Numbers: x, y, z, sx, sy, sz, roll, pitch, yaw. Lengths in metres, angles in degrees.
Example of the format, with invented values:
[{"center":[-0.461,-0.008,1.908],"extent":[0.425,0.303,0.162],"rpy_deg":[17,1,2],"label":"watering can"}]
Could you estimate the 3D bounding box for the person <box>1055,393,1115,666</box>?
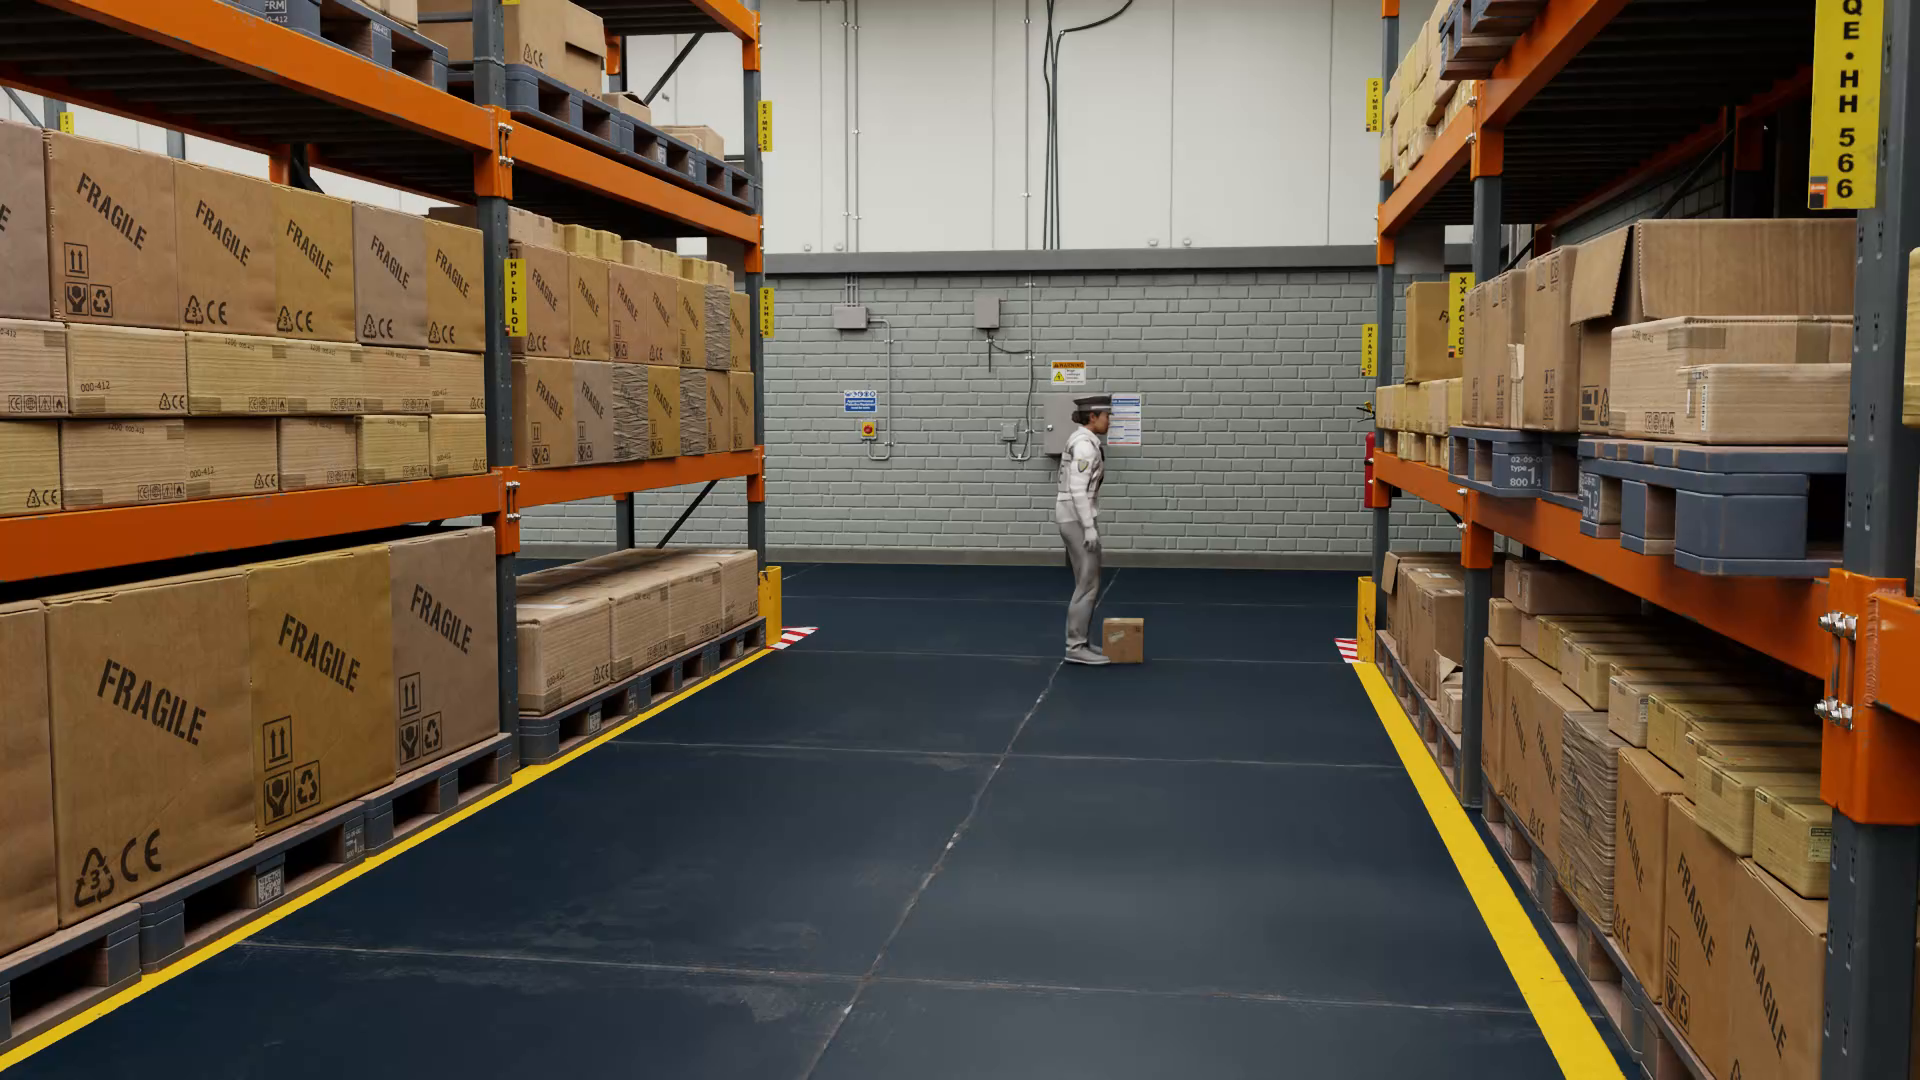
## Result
[{"center":[0.776,-0.078,10.352],"extent":[0.369,1.663,0.518],"rpy_deg":[1,5,7],"label":"person"}]
